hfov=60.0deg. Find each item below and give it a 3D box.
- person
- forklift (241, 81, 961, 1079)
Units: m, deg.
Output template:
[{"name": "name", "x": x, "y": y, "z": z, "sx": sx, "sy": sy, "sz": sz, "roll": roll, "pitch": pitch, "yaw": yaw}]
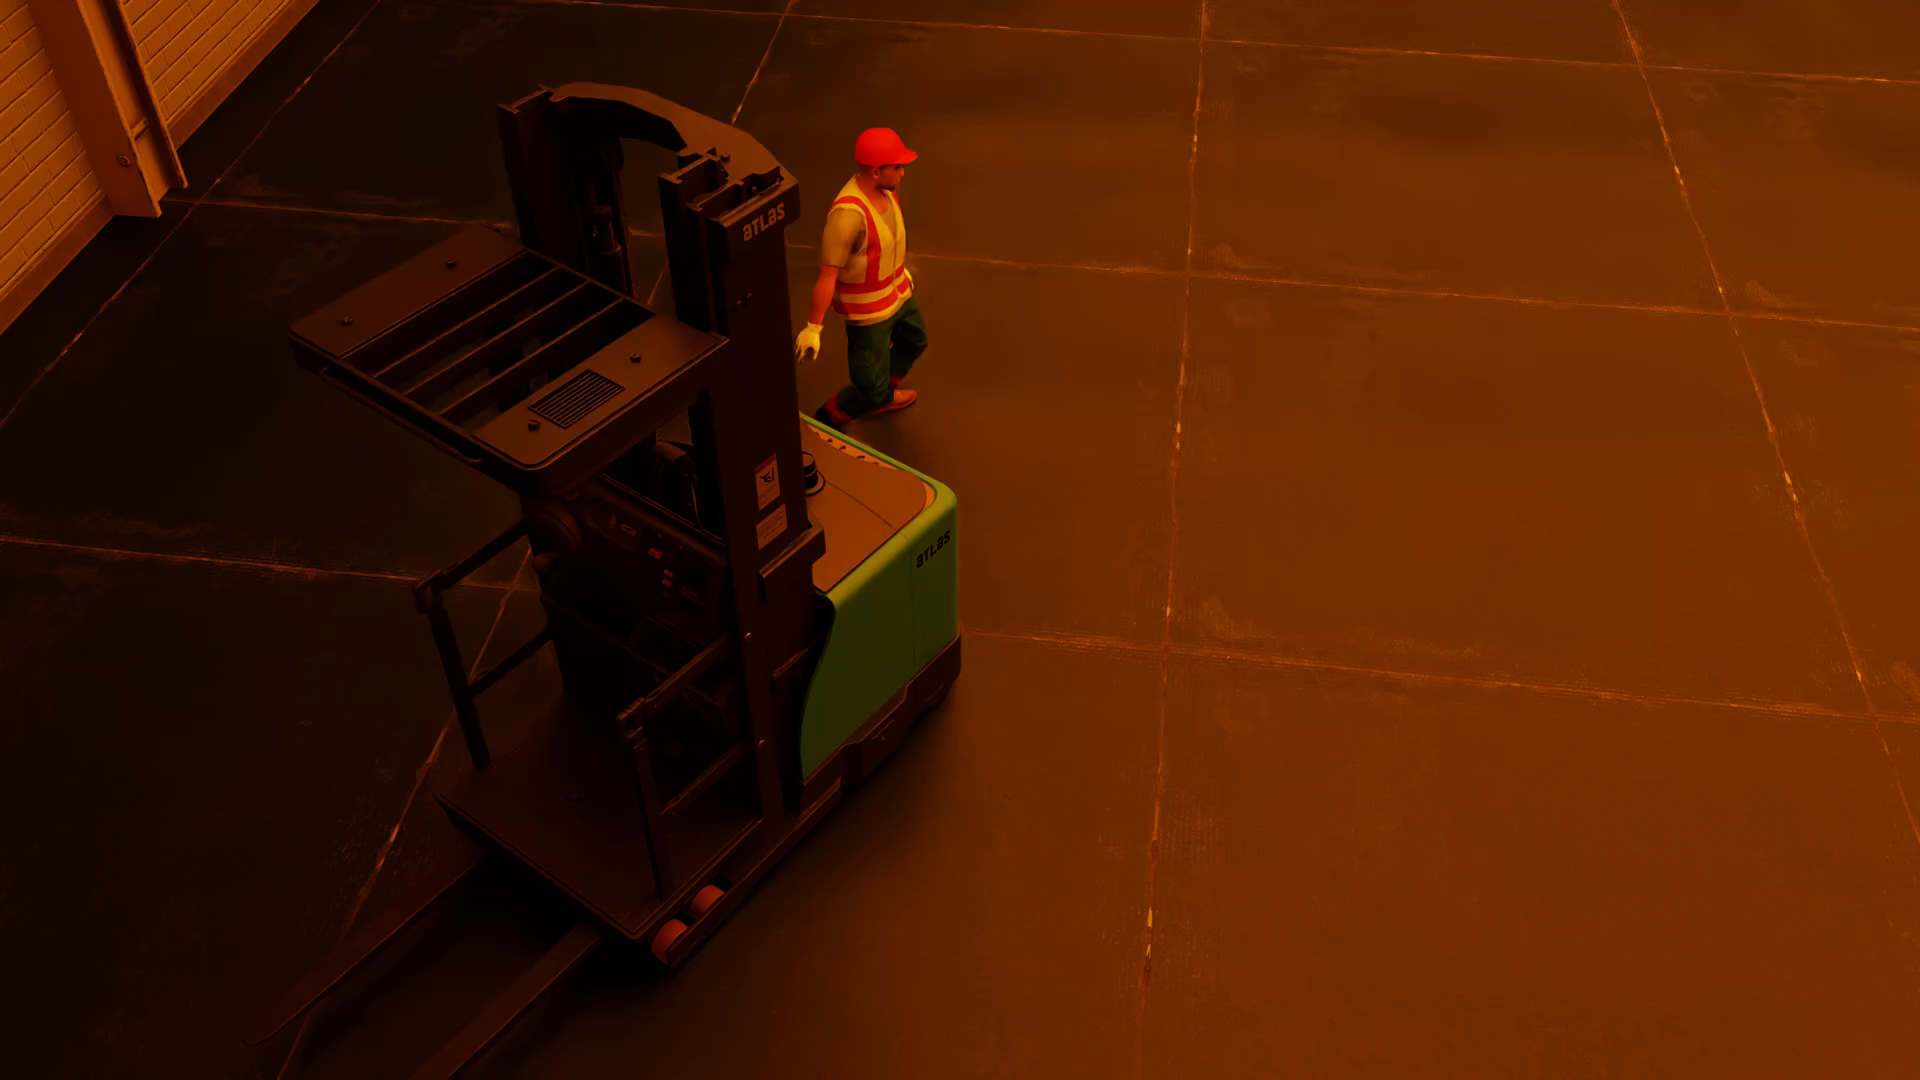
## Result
[{"name": "person", "x": -0.495, "y": -1.129, "z": 7.863, "sx": 0.496, "sy": 1.702, "sz": 0.894, "roll": 18, "pitch": 46, "yaw": 19}, {"name": "forklift", "x": -1.287, "y": 0.114, "z": 5.601, "sx": 1.130, "sy": 2.935, "sz": 3.031, "roll": 27, "pitch": 49, "yaw": 26}]
